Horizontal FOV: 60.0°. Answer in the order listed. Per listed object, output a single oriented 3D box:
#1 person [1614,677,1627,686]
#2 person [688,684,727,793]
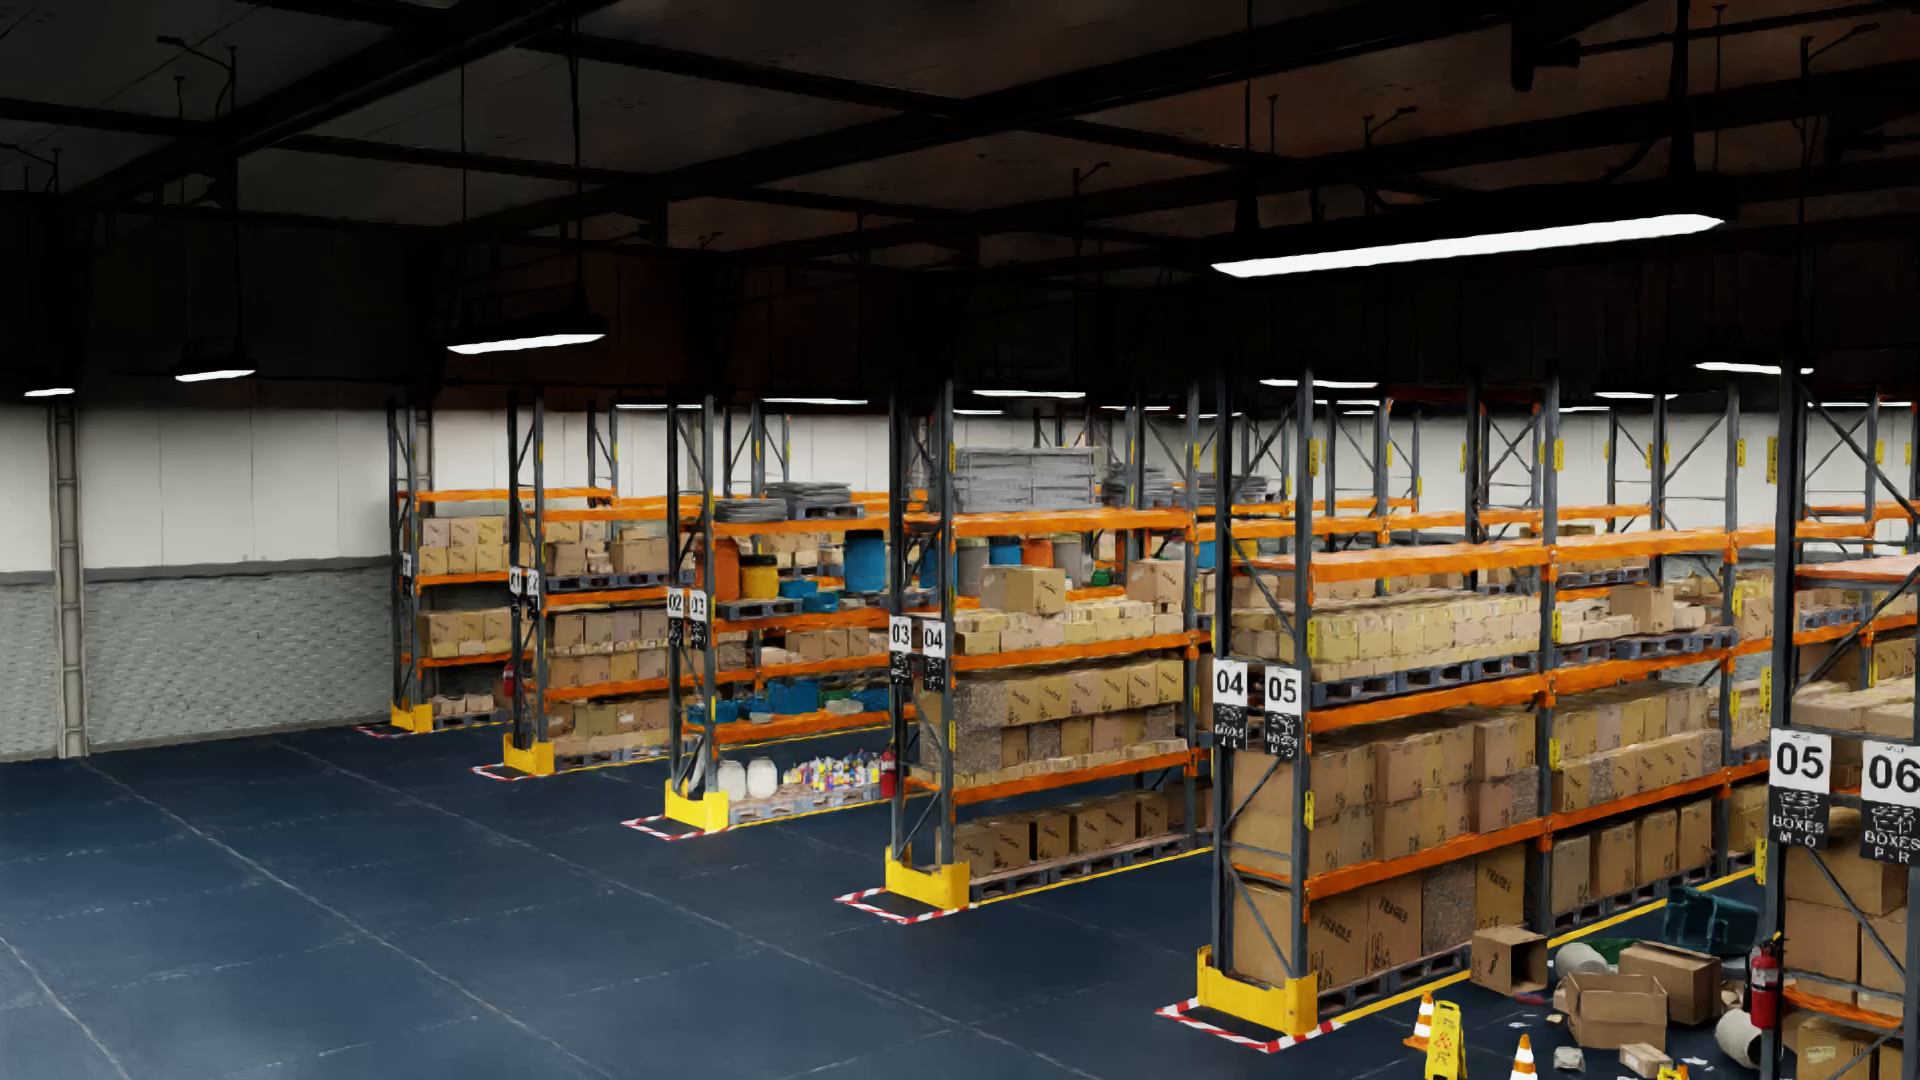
[{"bbox_3d":[10.330,2.888,25.907,0.519,1.541,0.566,-3,5,-43],"label":"person"},{"bbox_3d":[-3.773,2.910,24.672,1.086,1.589,0.495,-3,4,-37],"label":"person"}]
